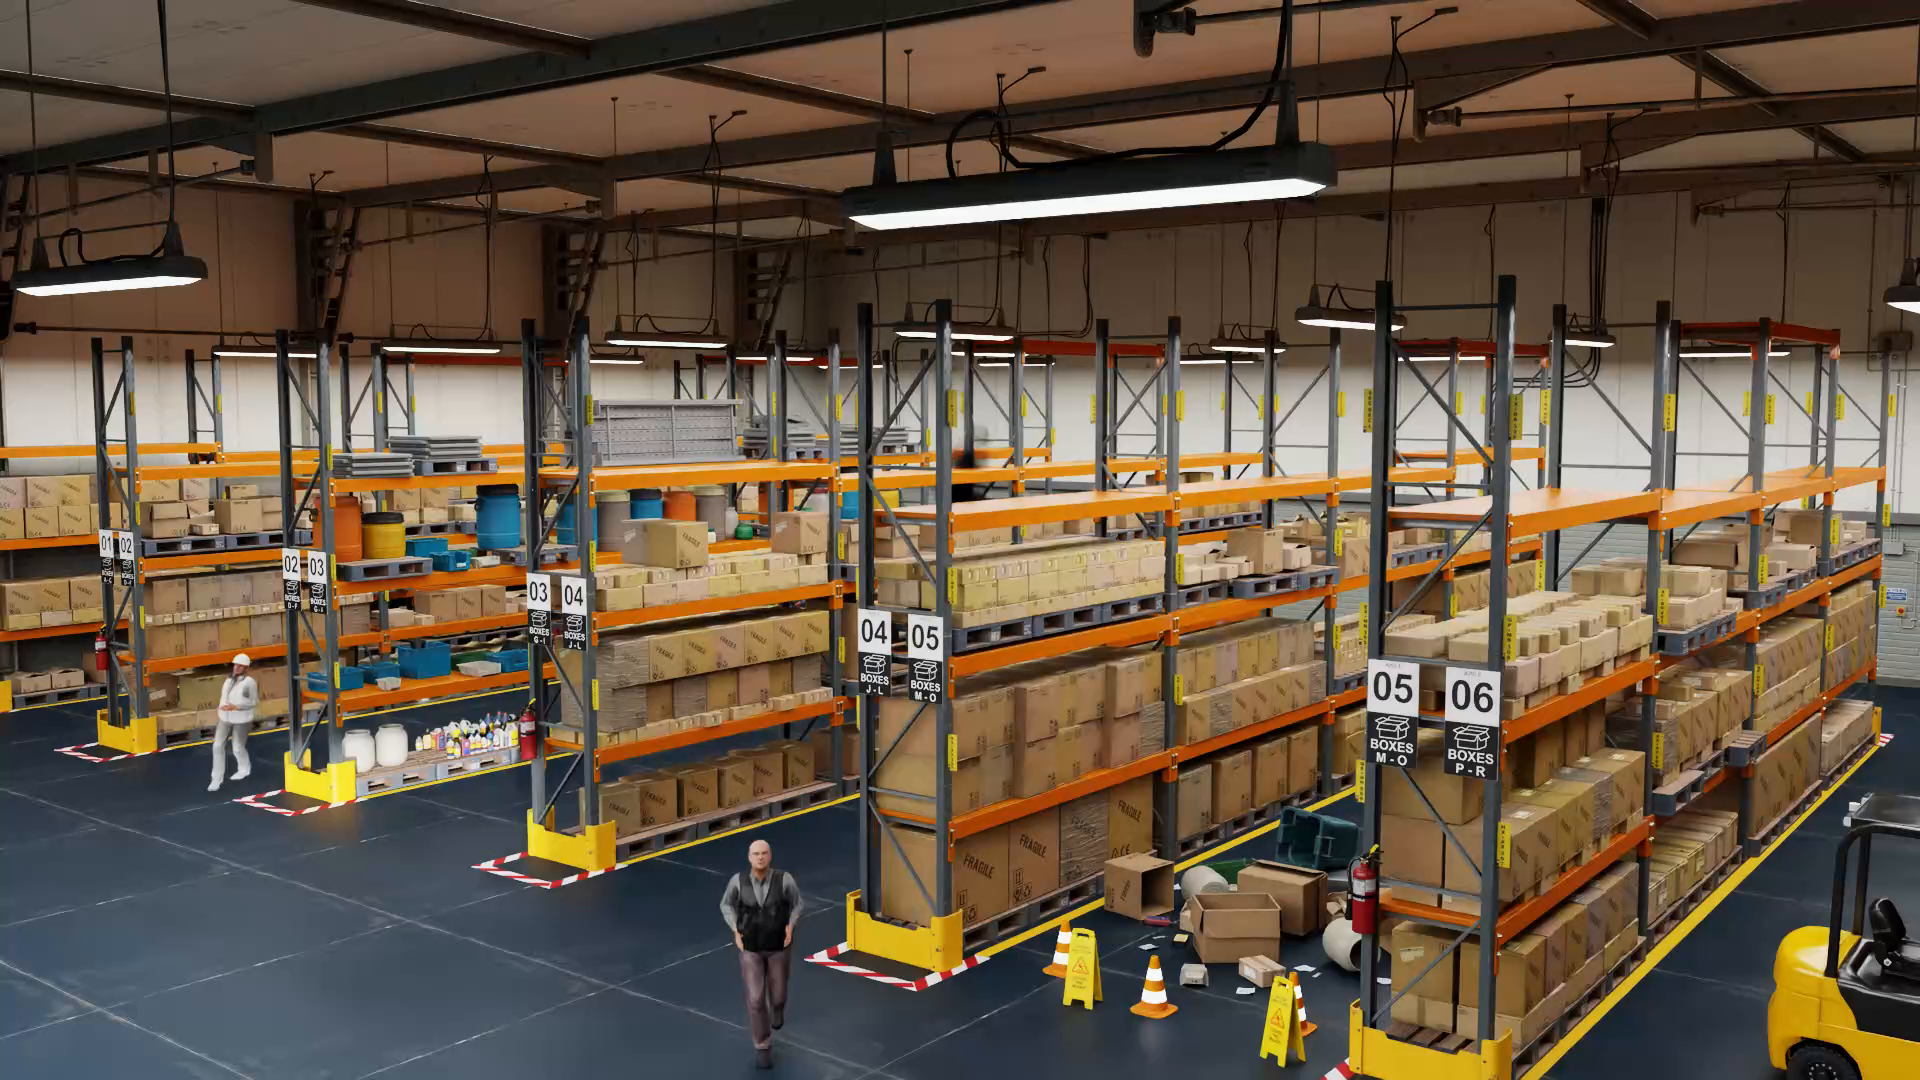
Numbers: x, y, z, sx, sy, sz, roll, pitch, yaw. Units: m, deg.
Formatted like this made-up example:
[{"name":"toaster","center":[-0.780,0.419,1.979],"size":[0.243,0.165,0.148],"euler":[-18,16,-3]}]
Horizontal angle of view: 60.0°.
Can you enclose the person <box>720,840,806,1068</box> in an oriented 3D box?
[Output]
[{"name":"person","center":[-1.545,3.181,13.038],"size":[0.676,1.697,0.779],"euler":[0,5,-5]}]

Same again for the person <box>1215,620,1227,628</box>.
[{"name":"person","center":[4.153,2.059,26.606],"size":[0.512,1.561,0.593],"euler":[4,6,36]}]

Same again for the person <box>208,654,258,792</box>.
[{"name":"person","center":[-9.509,2.397,21.956],"size":[0.641,1.802,0.713],"euler":[1,5,8]}]
